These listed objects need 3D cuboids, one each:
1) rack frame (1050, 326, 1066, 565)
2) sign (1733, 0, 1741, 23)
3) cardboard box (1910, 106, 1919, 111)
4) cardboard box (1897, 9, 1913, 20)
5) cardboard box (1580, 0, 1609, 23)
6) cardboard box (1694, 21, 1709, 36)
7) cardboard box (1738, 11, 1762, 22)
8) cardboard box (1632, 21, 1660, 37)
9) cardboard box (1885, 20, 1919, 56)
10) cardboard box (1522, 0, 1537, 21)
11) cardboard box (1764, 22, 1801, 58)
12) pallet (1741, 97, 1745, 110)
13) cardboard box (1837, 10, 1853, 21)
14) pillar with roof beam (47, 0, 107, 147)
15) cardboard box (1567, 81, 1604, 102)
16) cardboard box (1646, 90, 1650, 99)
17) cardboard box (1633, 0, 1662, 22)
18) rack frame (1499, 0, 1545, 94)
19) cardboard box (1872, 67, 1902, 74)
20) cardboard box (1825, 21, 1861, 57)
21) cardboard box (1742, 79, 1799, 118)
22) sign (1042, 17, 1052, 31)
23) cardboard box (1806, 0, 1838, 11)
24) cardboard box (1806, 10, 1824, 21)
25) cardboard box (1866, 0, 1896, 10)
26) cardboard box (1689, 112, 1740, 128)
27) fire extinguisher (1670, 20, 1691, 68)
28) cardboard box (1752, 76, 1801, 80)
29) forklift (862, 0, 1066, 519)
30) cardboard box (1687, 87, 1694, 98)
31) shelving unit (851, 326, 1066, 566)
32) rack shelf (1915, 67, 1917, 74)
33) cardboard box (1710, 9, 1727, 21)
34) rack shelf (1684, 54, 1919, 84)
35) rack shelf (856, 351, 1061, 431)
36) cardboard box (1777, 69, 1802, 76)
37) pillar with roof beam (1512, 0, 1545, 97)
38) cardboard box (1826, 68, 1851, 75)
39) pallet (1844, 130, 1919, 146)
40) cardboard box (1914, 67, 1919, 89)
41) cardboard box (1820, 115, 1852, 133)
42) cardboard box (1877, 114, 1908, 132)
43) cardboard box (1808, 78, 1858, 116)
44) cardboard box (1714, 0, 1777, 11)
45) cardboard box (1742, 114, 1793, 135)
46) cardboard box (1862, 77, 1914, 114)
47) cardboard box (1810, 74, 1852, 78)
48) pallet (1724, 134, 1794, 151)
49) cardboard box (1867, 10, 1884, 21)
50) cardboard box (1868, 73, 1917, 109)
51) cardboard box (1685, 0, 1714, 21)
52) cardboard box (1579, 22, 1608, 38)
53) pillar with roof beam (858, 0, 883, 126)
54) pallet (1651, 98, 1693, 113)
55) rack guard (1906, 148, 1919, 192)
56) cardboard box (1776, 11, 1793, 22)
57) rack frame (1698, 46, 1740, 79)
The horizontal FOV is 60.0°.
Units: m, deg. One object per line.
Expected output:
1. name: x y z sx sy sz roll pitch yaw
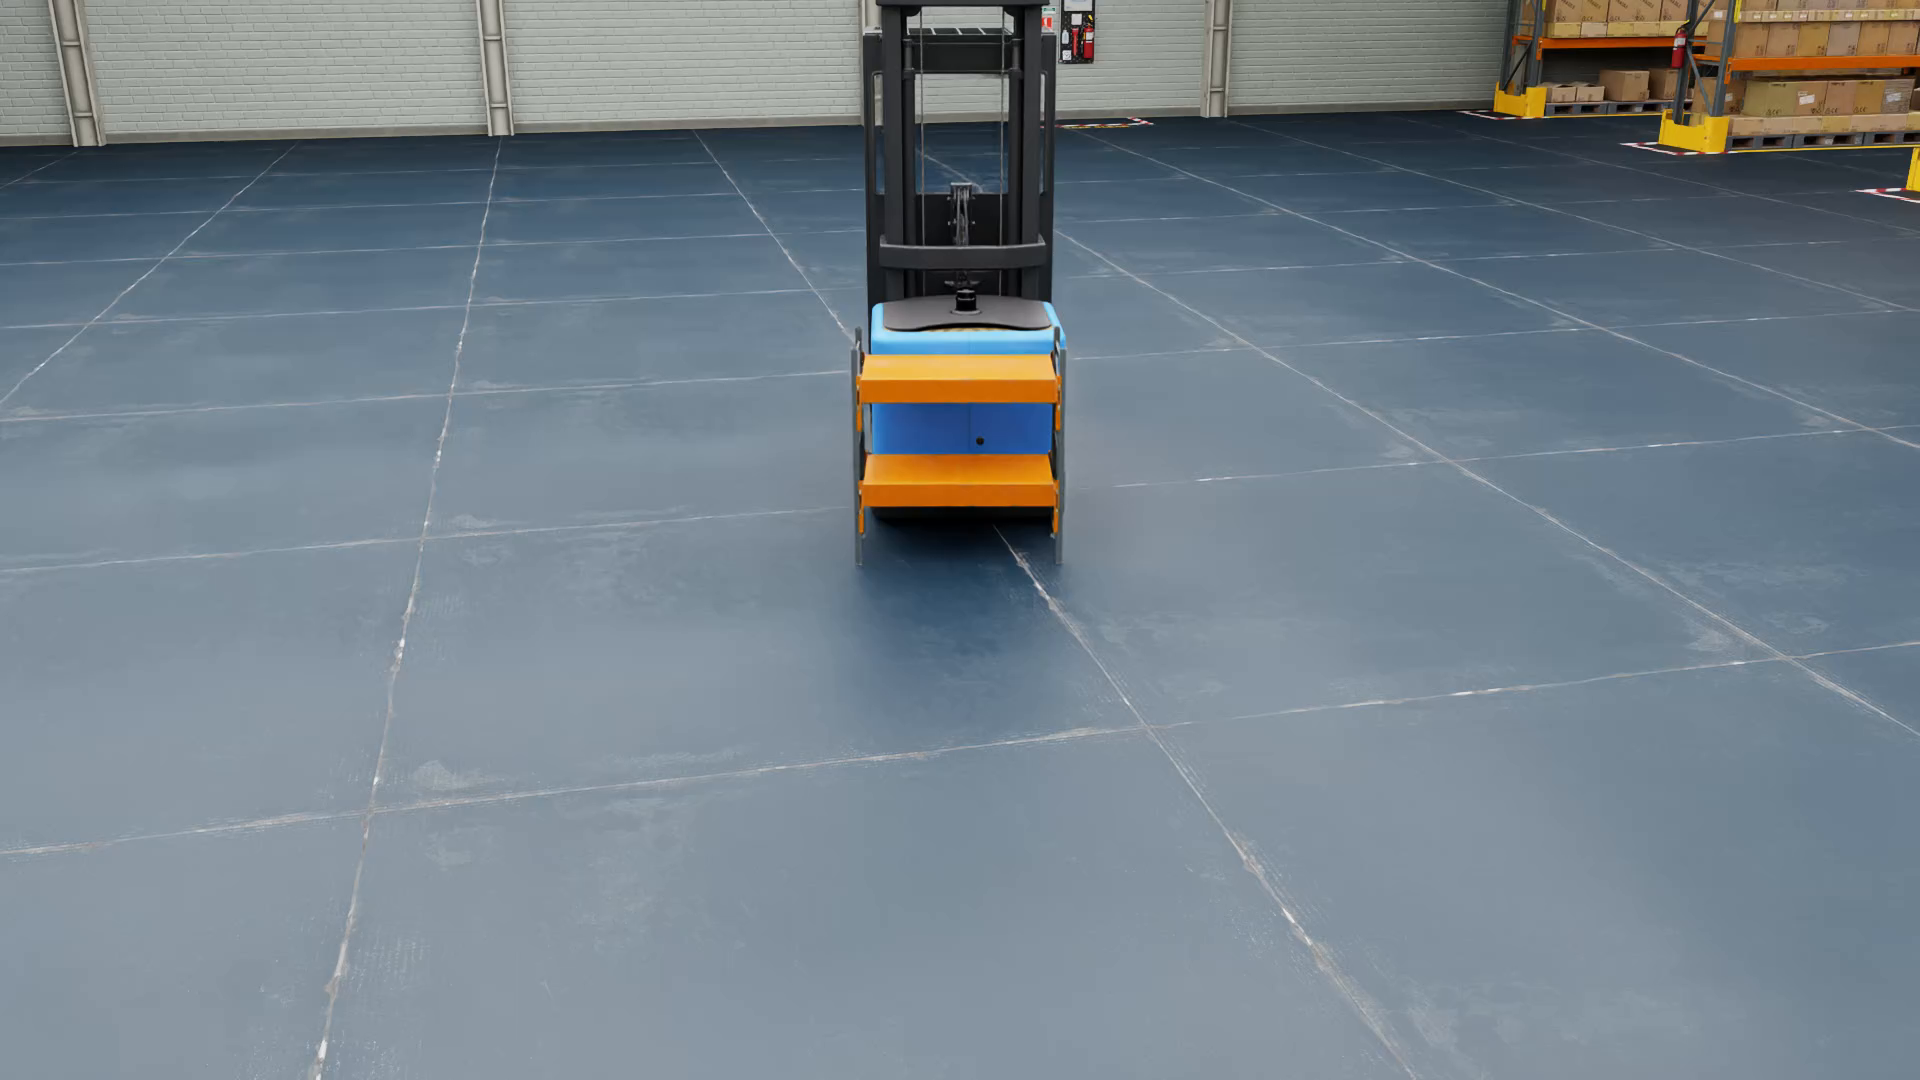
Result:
1. rack frame: 0.500 -0.485 8.503 0.032 1.125 0.500 0 20 0
2. sign: 11.033 -7.516 23.597 0.005 0.325 0.100 -5 21 -12
3. cardboard box: 15.141 -6.611 25.888 0.500 0.250 0.500 -5 21 -13
4. cardboard box: 13.838 -7.772 24.581 0.250 0.149 0.380 -5 21 -13
5. cardboard box: 10.785 -9.180 28.614 0.500 0.500 0.500 -5 21 -12
6. cardboard box: 12.783 -8.996 29.201 0.500 0.250 0.500 -5 21 -12
7. cardboard box: 11.343 -7.569 24.028 0.250 0.149 0.380 -5 21 -13
8. cardboard box: 11.807 -8.911 28.969 0.500 0.250 0.500 -4 21 -12
9. cardboard box: 13.862 -7.541 24.894 0.500 0.500 0.700 -5 21 -13
10. cardboard box: 10.178 -9.316 28.984 0.500 0.500 0.500 -5 21 -13
11. cardboard box: 11.879 -7.381 24.458 0.500 0.500 0.700 -4 21 -11
12. pallet: 14.418 -7.986 30.308 1.213 0.211 1.003 -5 21 -12
13. cardboard box: 12.839 -7.690 24.359 0.250 0.149 0.380 -4 21 -12
14. pillar with roof beam: -12.115 -8.738 19.584 0.400 9.000 9.100 -5 21 -12
15. cardboard box: 11.017 -7.930 29.371 0.500 0.311 0.500 -3 20 -8
16. cardboard box: 12.099 -7.981 29.746 0.250 0.149 0.380 -6 21 -17
17. cardboard box: 11.789 -9.264 28.842 0.500 0.500 0.500 -4 20 -11
18. rack frame: 9.768 -8.916 28.794 0.127 3.000 1.000 -5 21 -12
19. cardboard box: 16.864 -8.508 30.674 0.500 0.500 0.700 -4 21 -12
20. cardboard box: 12.875 -7.461 24.677 0.500 0.500 0.700 -4 21 -11
21. cardboard box: 11.971 -6.525 24.563 0.500 0.500 0.500 -5 21 -12
22. sign: 1.436 -8.611 27.909 0.234 0.329 0.001 -5 21 -12
23. cardboard box: 12.421 -8.035 24.357 0.500 0.500 0.700 -5 21 -12
24. cardboard box: 12.347 -7.651 24.252 0.250 0.149 0.380 -5 21 -14
25. cardboard box: 13.395 -8.114 24.573 0.500 0.500 0.700 -5 21 -12
26. cardboard box: 11.365 -6.306 25.055 0.500 0.250 0.500 -5 21 -12
27. fire extinguisher: 10.689 -7.368 24.681 0.183 0.674 0.296 -5 21 -12
28. cardboard box: 12.335 -6.743 25.157 0.500 0.500 0.500 -5 21 -12
29. forklift: -0.014 -1.949 9.873 1.130 2.935 3.031 -1 20 -2
30. cardboard box: 13.147 -8.057 29.927 0.250 0.166 0.380 -7 21 -20
31. shelving unit: -0.009 -0.483 8.499 1.048 1.125 0.538 0 20 0
32. rack shelf: 16.750 -7.396 25.689 4.000 0.370 1.077 -5 21 -12
33. cardboard box: 11.239 -7.704 24.396 0.250 0.149 0.380 -5 21 -13
34. rack shelf: 12.858 -7.079 24.824 4.000 0.370 1.077 -5 21 -12
35. rack shelf: -0.009 -0.758 8.398 1.000 0.278 0.538 0 20 0
36. cardboard box: 14.864 -8.387 30.345 0.500 0.500 0.700 -5 21 -14
37. pillar with roof beam: 11.241 -10.637 24.770 0.400 9.000 9.100 -5 21 -12
38. cardboard box: 15.859 -8.457 30.536 0.500 0.500 0.700 -5 21 -13
39. pallet: 14.020 -6.217 25.479 1.213 0.211 1.003 -5 21 -12
40. cardboard box: 18.299 -8.752 30.859 0.750 0.750 0.750 -5 21 -13
41. cardboard box: 12.945 -6.251 24.904 0.500 0.250 0.500 -5 21 -12
42. cardboard box: 13.914 -6.335 25.134 0.500 0.250 0.500 -5 21 -12
43. cardboard box: 12.945 -6.602 24.774 0.500 0.500 0.500 -5 21 -12
44. cardboard box: 11.420 -7.951 24.129 0.500 0.500 0.700 -5 21 -12
45. cardboard box: 11.970 -6.173 24.693 0.500 0.250 0.500 -5 21 -12
46. cardboard box: 13.914 -6.688 25.007 0.500 0.500 0.500 -5 21 -12
47. cardboard box: 13.308 -6.822 25.374 0.500 0.500 0.500 -5 21 -12
48. pallet: 11.646 -6.024 24.952 1.213 0.211 1.003 -5 21 -12
49. cardboard box: 13.353 -7.733 24.476 0.250 0.149 0.380 -4 21 -11
50. cardboard box: 14.281 -6.901 25.590 0.500 0.500 0.500 -5 21 -12
51. cardboard box: 12.787 -9.342 29.054 0.500 0.500 0.500 -5 21 -13
52. cardboard box: 10.818 -8.833 28.757 0.500 0.250 0.500 -5 21 -14
53. pillar with roof beam: -0.437 -9.687 22.177 0.400 9.000 9.100 -5 21 -12
54. pallet: 13.015 -7.859 29.961 1.213 0.211 1.003 -5 21 -12
55. rack guard: 12.111 -4.448 20.231 0.348 0.500 1.175 -5 21 -12
56. cardboard box: 11.842 -7.610 24.140 0.250 0.149 0.380 -5 21 -12
57. rack frame: 13.660 -9.233 29.659 0.127 3.000 1.000 -5 21 -12
